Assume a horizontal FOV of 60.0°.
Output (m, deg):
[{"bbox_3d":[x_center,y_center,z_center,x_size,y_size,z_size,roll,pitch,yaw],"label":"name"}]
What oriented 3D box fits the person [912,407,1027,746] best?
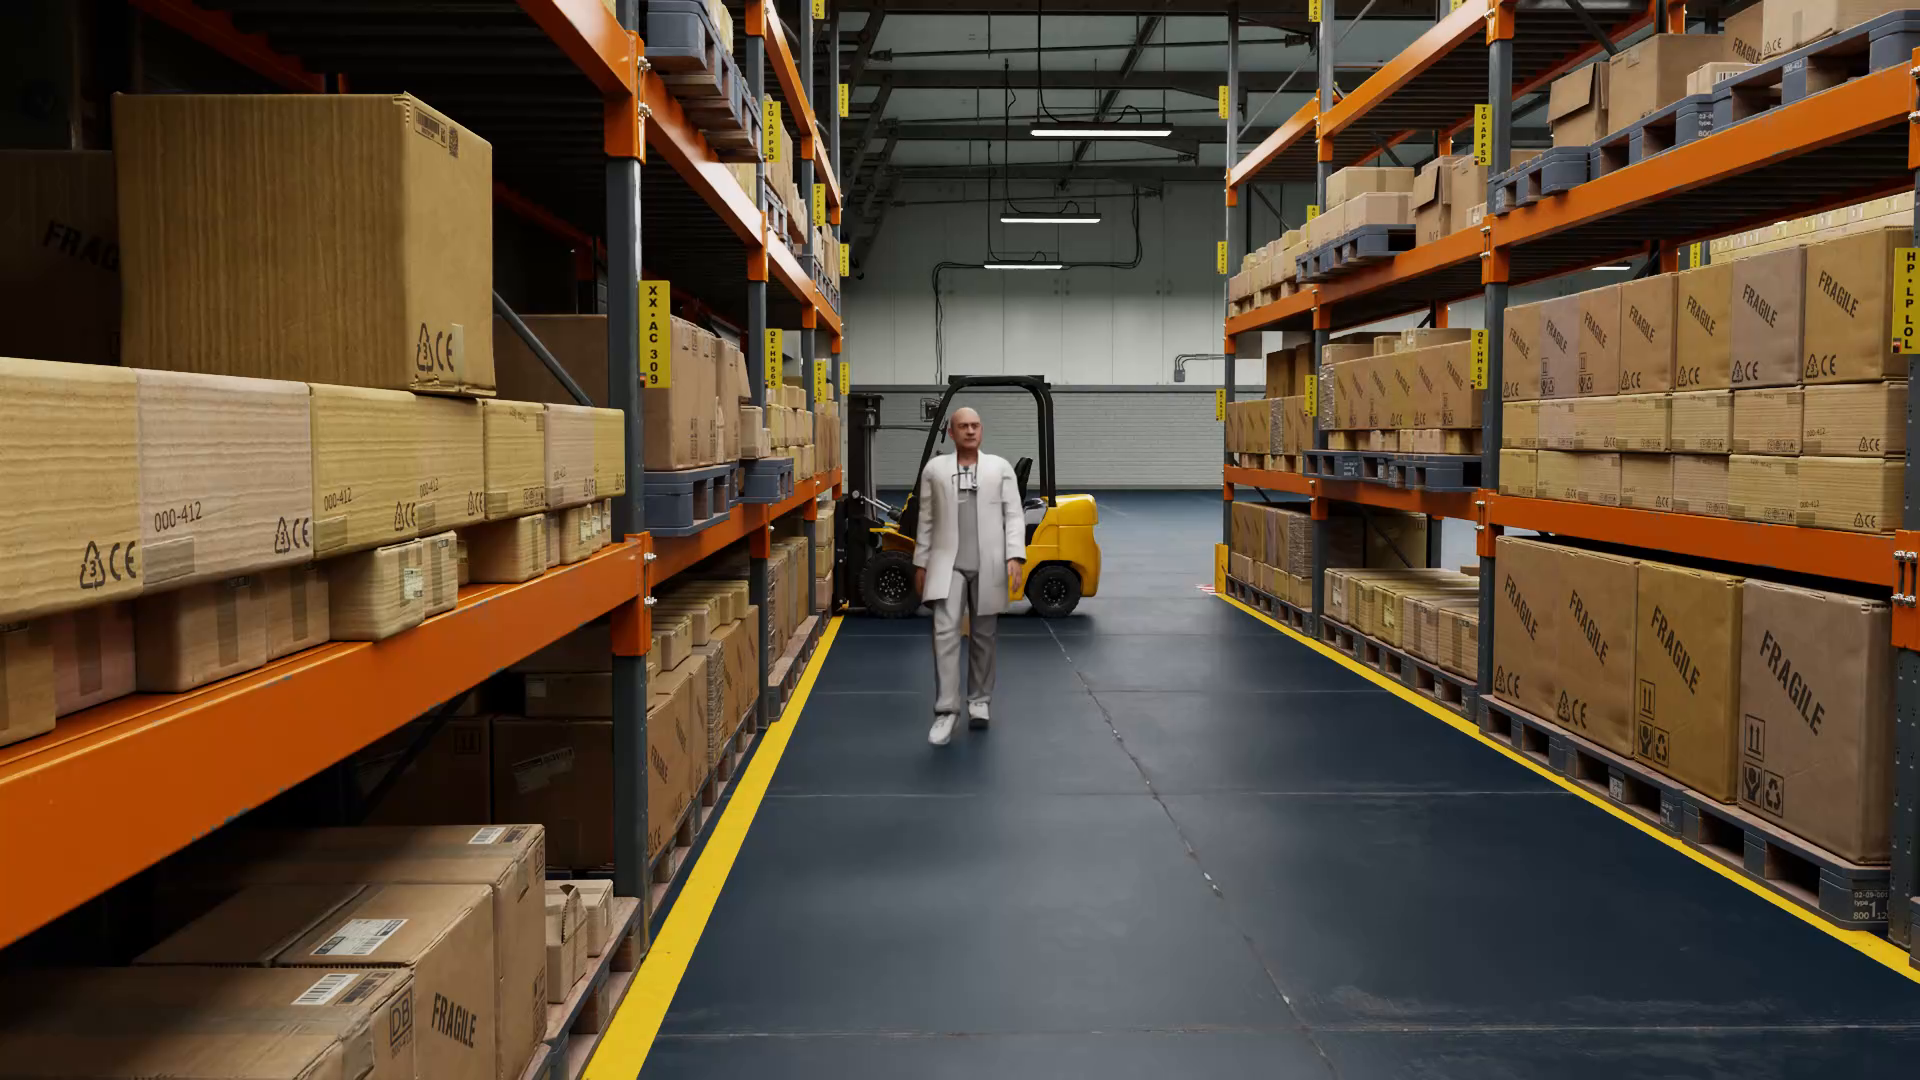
[{"bbox_3d":[0.049,0.164,9.021,0.624,1.768,0.910,0,4,-1],"label":"person"}]
